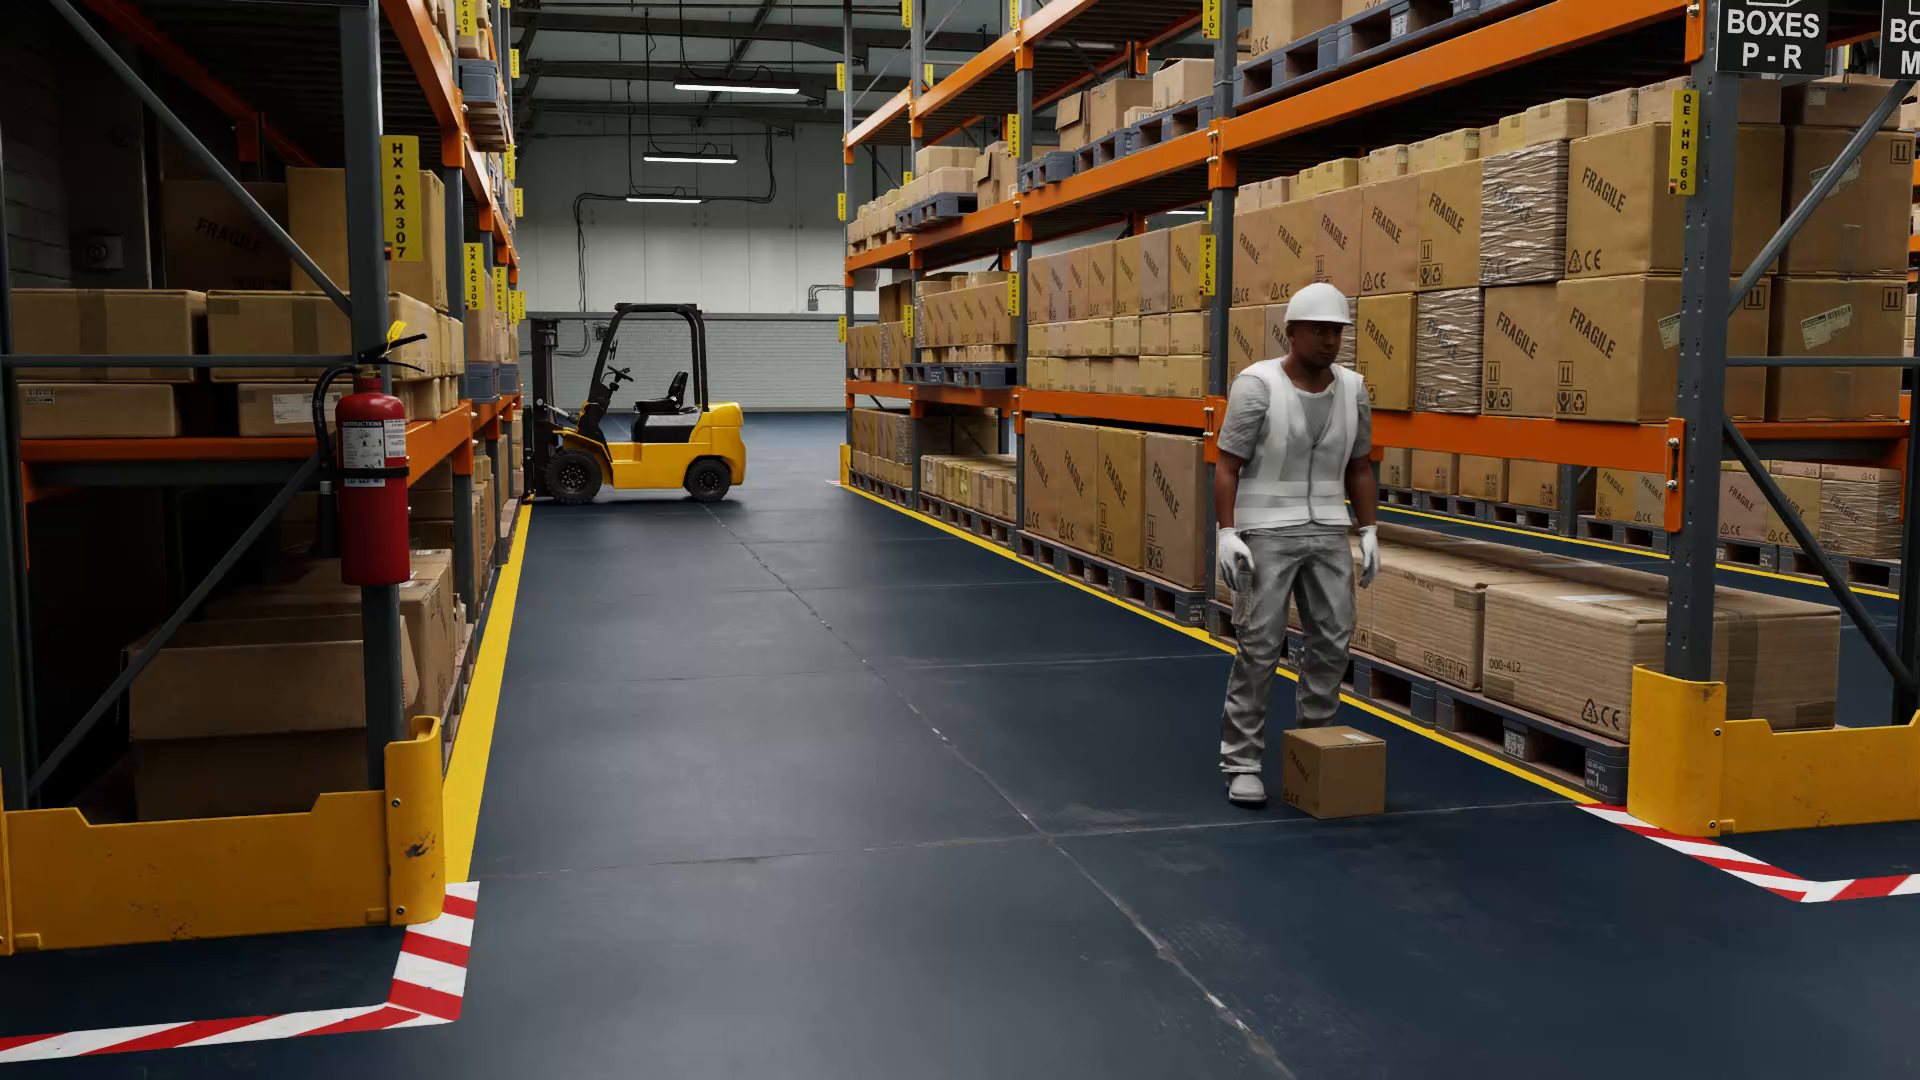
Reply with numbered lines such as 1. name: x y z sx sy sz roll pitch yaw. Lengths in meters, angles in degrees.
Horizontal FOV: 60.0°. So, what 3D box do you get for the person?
1. person: 1.172 0.008 5.771 0.617 1.774 0.450 -2 6 -16
